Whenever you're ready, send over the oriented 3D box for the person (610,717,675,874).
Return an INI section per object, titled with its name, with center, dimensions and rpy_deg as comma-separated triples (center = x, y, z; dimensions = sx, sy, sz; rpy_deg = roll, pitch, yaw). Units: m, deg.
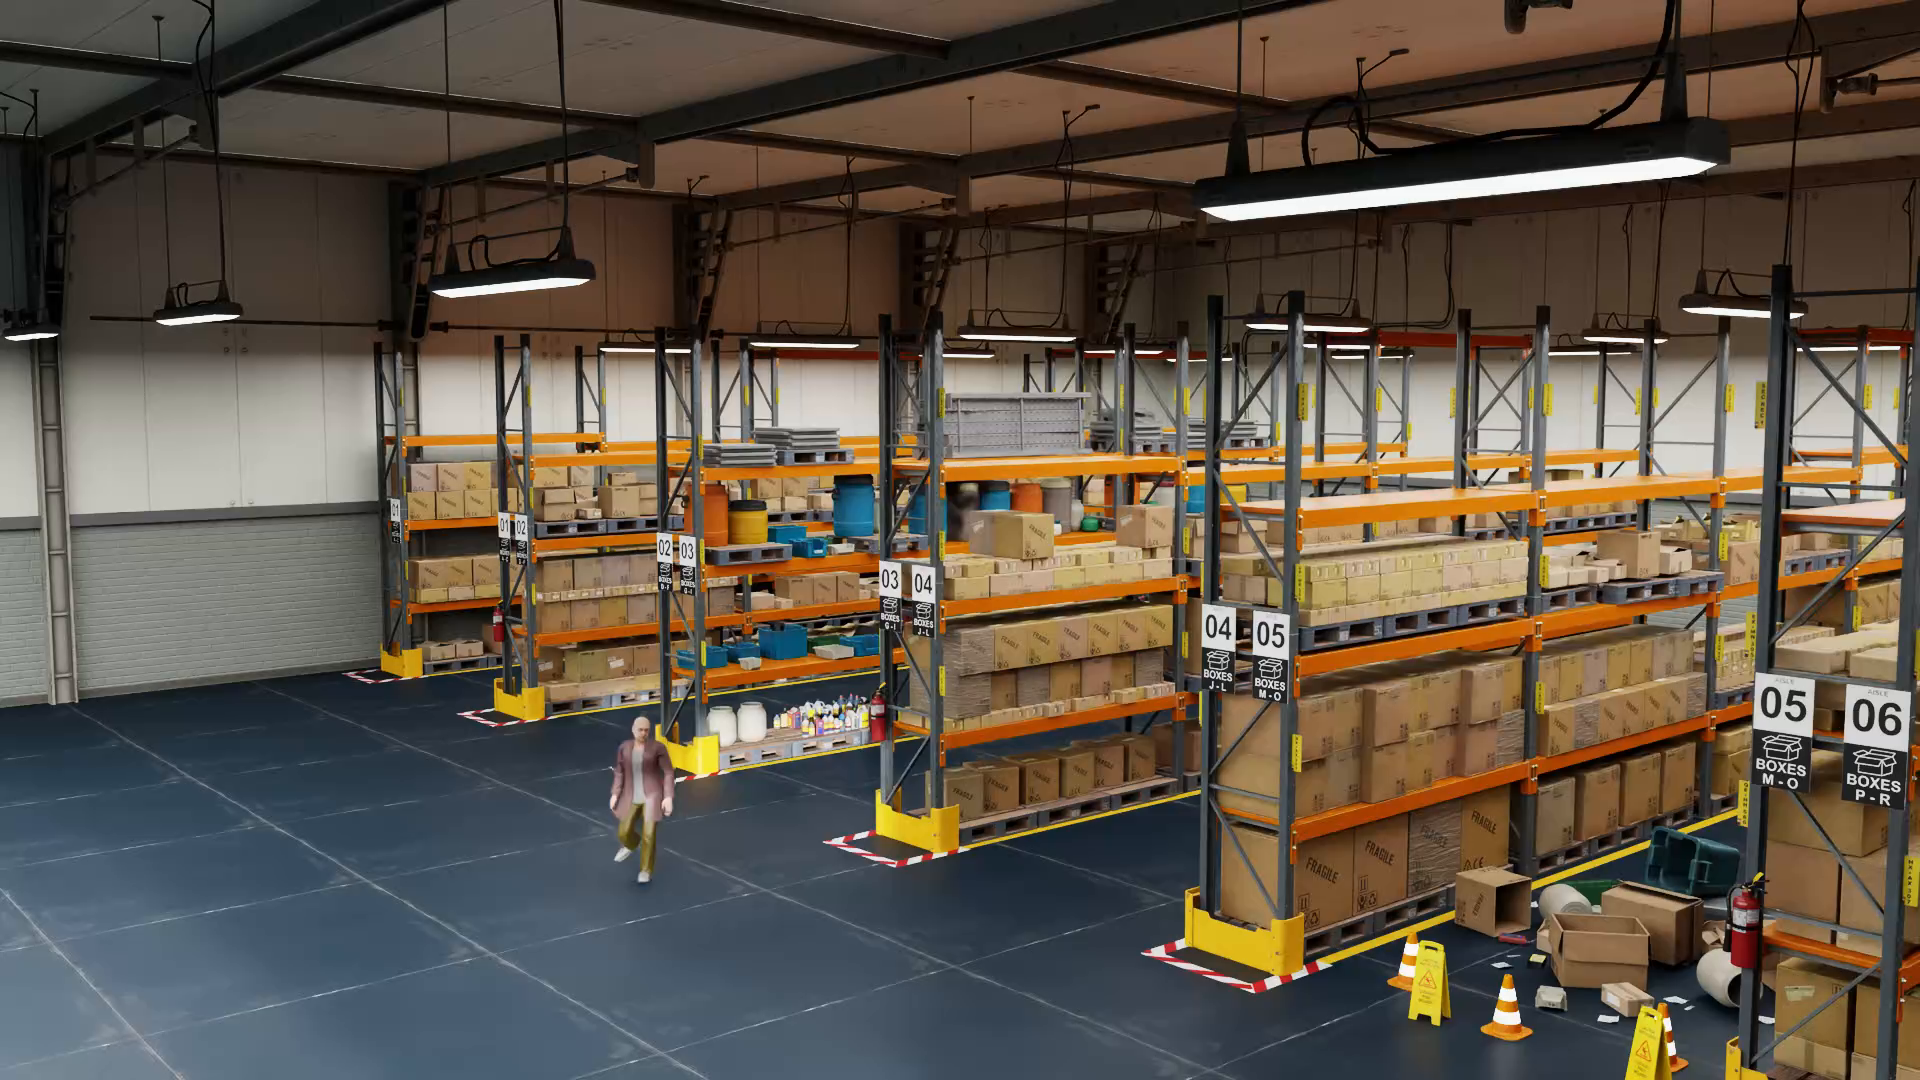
[person]
center = -3.311, 2.695, 17.521
dimensions = 0.749, 1.611, 0.623
rpy_deg = 1, 5, 8
